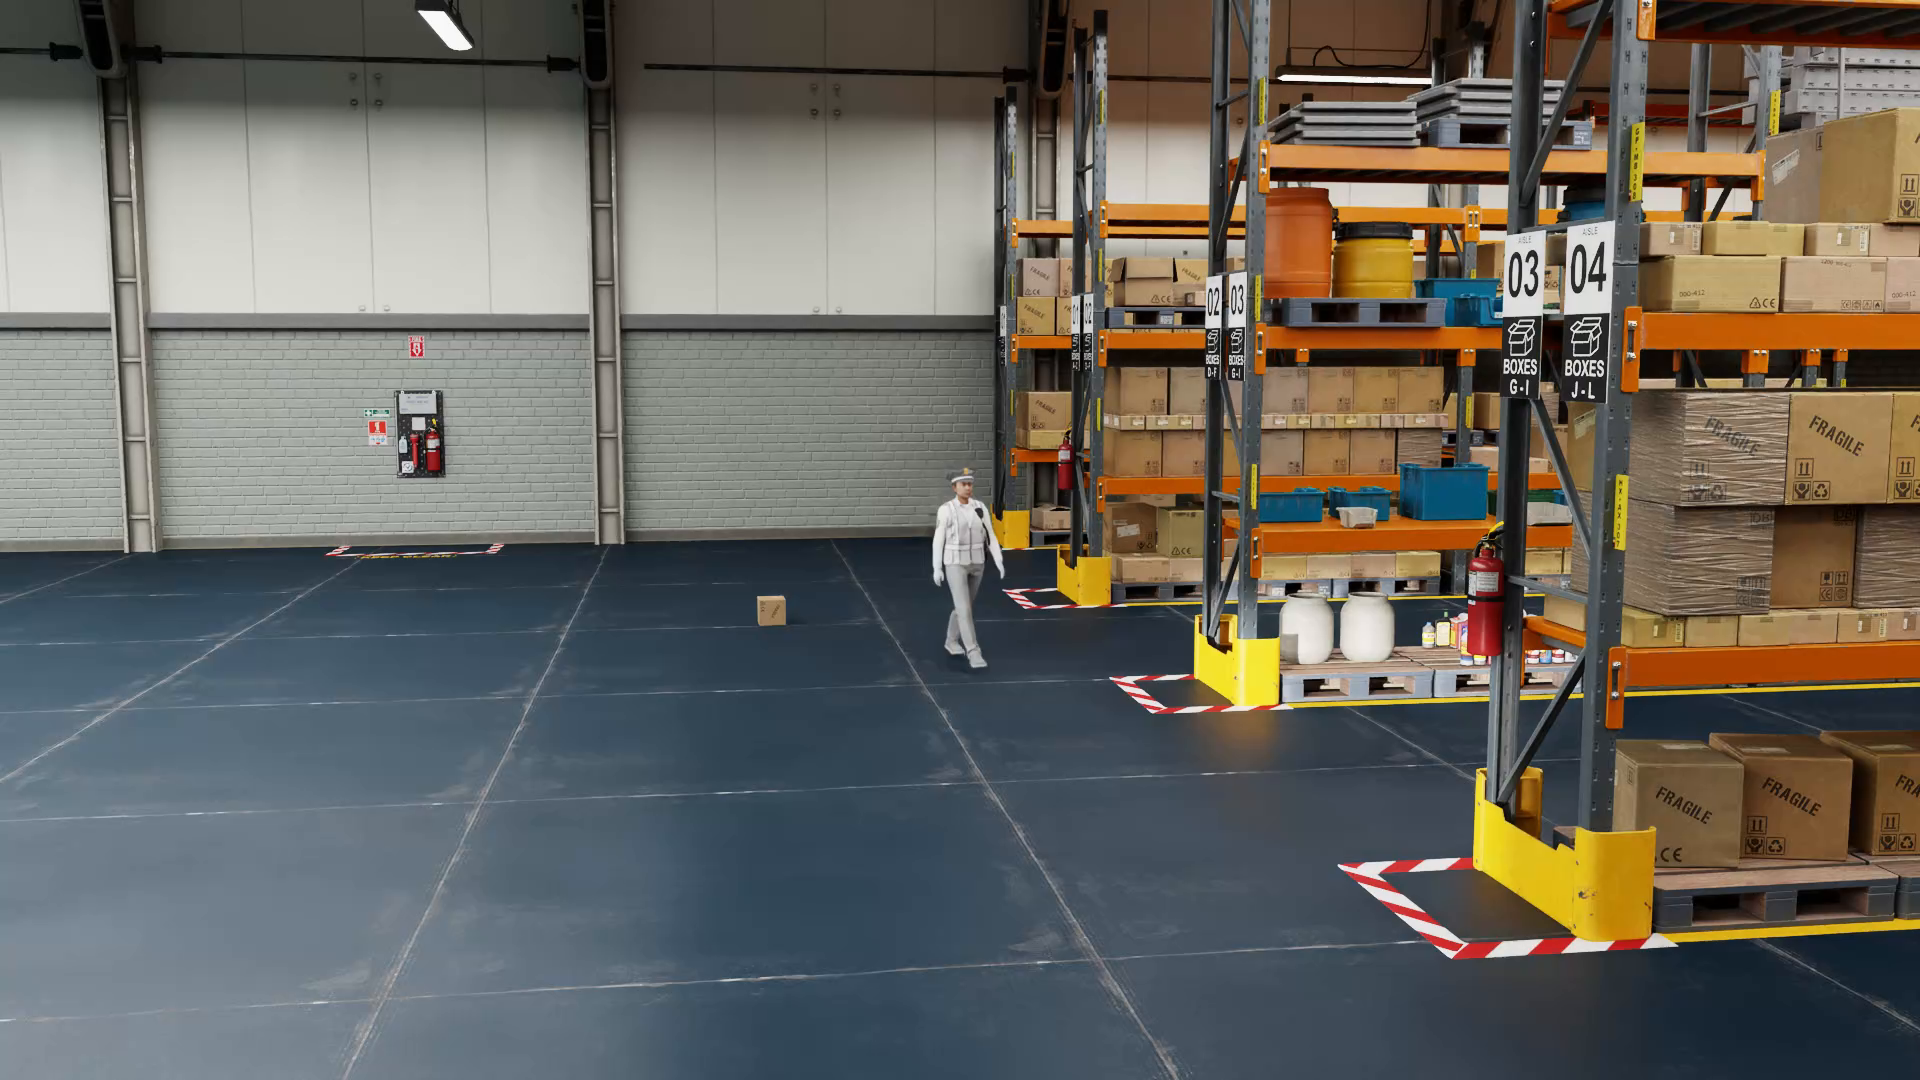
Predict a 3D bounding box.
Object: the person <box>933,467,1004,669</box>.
[{"bbox_3d":[0.085,0.203,13.843,0.503,1.626,1.012,-3,7,-26],"label":"person"}]
